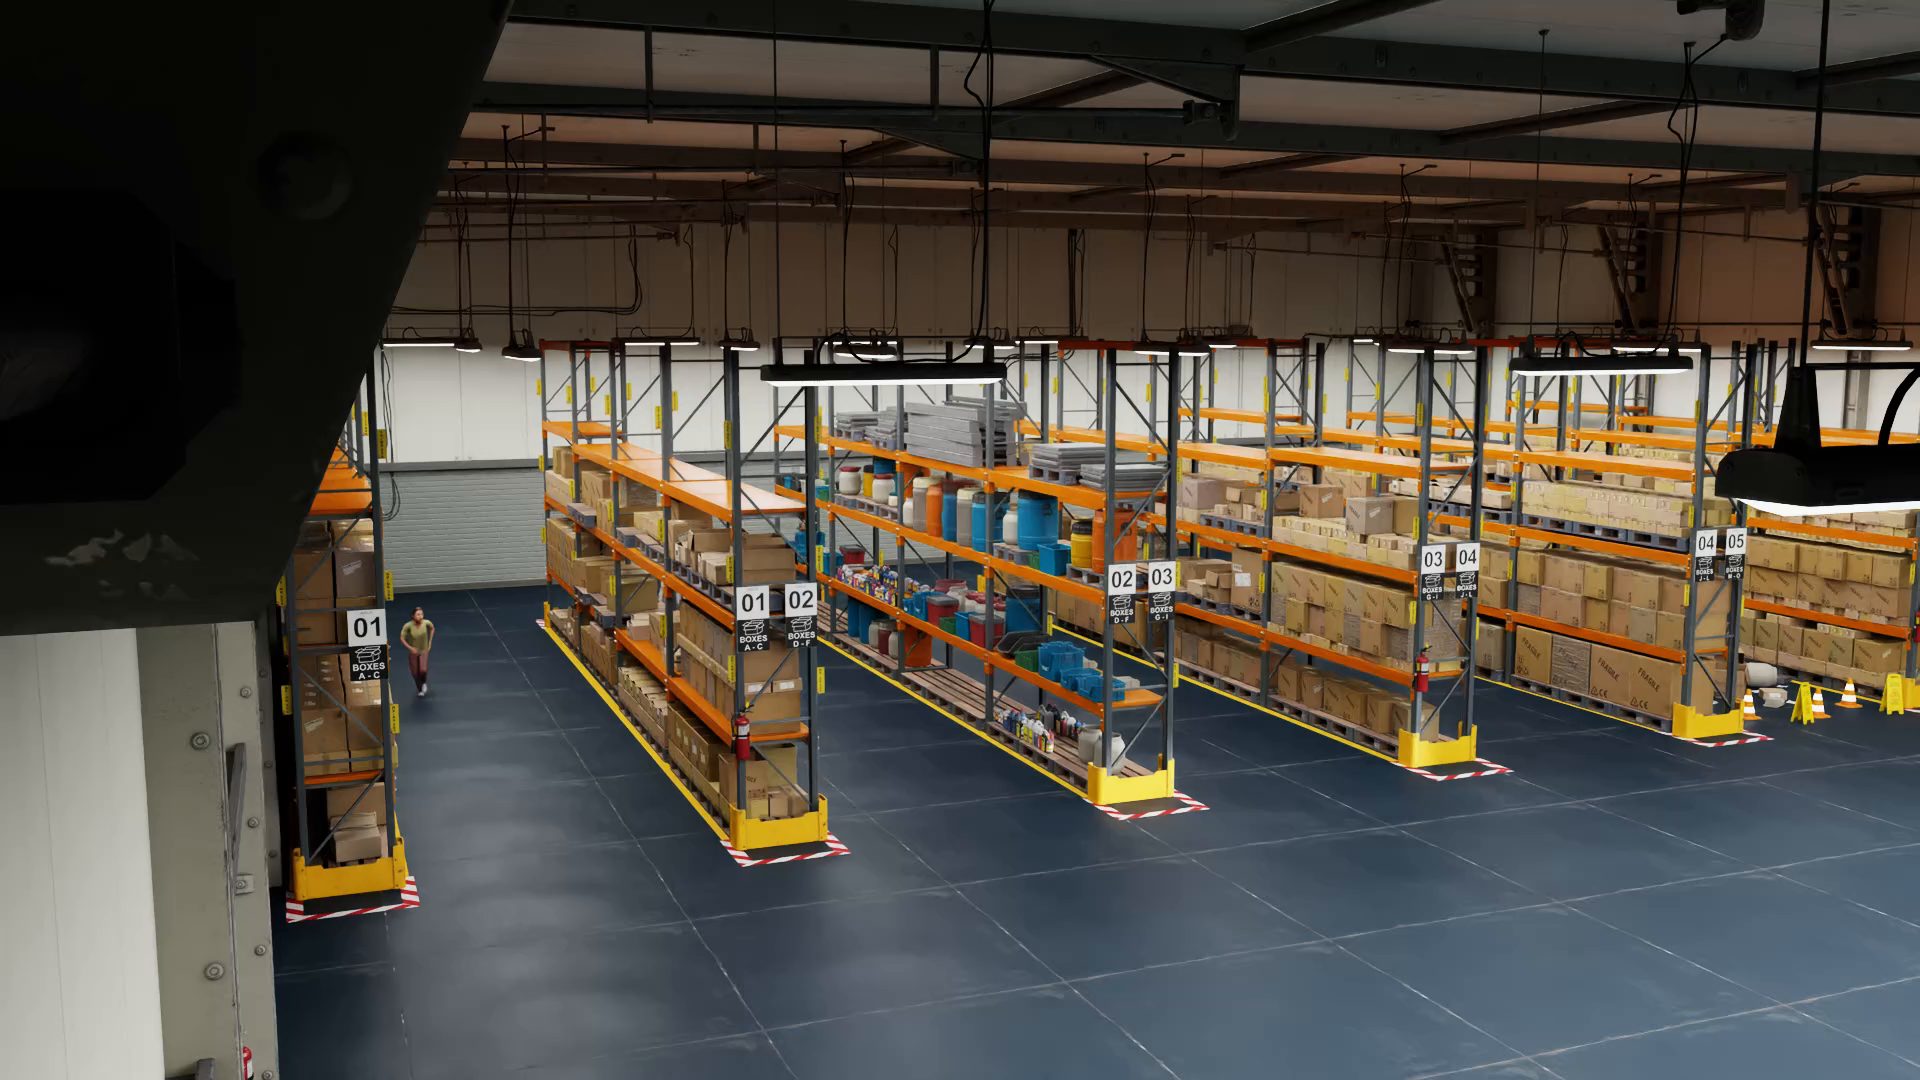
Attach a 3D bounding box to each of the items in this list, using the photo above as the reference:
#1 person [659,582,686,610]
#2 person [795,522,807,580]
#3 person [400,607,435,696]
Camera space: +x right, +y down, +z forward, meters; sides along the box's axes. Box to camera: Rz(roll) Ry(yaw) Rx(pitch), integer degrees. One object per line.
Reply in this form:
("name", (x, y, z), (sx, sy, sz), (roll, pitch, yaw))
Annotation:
("person", (-5.645, 1.248, 32.773), (0.550, 1.616, 1.031), (-3, 8, -21))
("person", (-3.797, 0.370, 39.583), (0.867, 1.617, 0.429), (0, 7, -2))
("person", (-9.189, 1.892, 28.200), (0.539, 1.580, 0.692), (-2, 8, -13))
